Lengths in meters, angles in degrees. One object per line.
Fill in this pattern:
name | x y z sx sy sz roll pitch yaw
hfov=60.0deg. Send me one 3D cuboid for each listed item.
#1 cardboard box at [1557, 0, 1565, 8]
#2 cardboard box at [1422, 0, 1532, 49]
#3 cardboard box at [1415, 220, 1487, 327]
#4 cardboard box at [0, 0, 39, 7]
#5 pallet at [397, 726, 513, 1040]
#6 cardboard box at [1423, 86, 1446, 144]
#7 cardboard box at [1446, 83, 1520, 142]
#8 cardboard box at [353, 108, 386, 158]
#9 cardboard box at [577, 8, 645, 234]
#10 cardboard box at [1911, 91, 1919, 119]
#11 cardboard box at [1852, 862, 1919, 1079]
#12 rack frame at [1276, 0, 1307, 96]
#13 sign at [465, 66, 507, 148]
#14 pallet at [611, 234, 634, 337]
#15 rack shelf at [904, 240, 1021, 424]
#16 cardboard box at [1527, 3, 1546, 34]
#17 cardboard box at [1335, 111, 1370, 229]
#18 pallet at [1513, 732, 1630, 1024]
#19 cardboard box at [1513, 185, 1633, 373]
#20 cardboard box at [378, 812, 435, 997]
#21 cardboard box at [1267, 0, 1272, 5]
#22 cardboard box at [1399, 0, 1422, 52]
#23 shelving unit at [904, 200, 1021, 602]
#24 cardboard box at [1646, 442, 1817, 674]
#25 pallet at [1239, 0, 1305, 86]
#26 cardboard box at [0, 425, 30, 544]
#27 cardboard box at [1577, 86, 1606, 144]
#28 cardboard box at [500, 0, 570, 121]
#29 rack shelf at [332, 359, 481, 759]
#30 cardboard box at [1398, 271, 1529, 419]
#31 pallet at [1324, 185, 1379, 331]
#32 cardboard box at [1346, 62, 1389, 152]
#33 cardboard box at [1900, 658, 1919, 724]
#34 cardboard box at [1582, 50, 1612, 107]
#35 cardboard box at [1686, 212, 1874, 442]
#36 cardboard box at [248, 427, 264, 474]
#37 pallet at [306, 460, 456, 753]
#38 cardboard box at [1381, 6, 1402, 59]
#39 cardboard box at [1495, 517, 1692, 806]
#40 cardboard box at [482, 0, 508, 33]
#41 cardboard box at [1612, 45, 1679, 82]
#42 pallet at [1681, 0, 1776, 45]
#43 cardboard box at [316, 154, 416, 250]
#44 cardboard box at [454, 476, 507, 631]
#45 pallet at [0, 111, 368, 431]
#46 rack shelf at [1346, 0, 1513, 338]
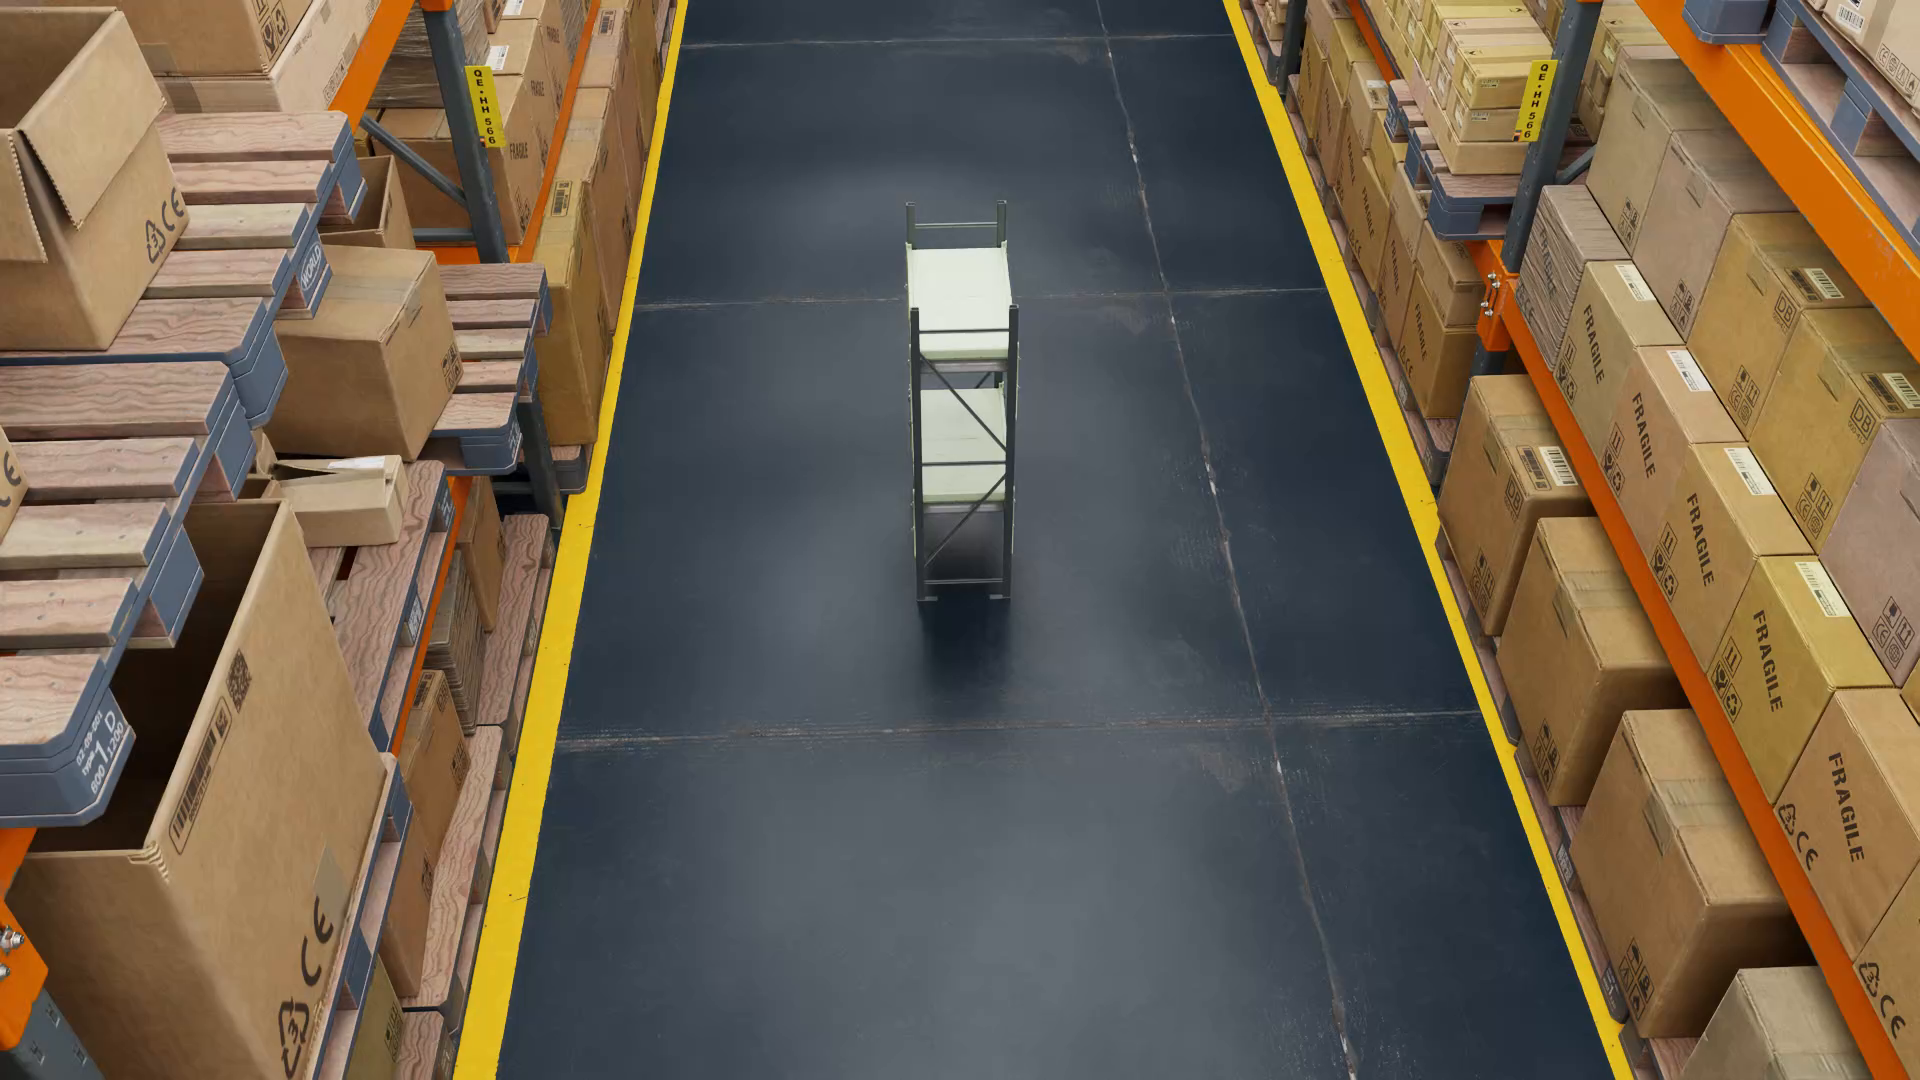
cardboard box | 2.815 -2.371 7.202 0.380 0.149 0.250 -3 43 -4
cardboard box | 2.173 -2.192 7.006 0.380 0.149 0.250 0 43 0
cardboard box | 2.381 -1.210 7.484 0.500 0.250 0.500 -3 43 -3
cardboard box | -2.479 -1.493 4.144 0.500 0.500 0.500 -3 43 -3
pallet | -2.208 1.205 5.929 1.003 0.211 1.213 -2 43 -2
cardboard box | 2.183 -1.796 7.014 0.380 0.149 0.250 -2 43 -2
cardboard box | 2.196 -1.739 6.732 0.380 0.149 0.250 -1 43 -1
cardboard box | -2.557 -1.535 6.781 0.500 0.500 0.500 0 43 0
cardboard box | -2.372 -2.210 8.852 1.225 0.875 0.875 -3 43 -3
cardboard box | 2.547 -0.988 3.719 0.500 0.311 0.500 -3 43 -3
cardboard box | 2.552 1.072 3.936 0.500 0.500 0.500 -2 43 -2
rack frame | 2.502 -3.947 9.486 1.000 3.000 0.127 -2 43 -2
sign | -1.746 -1.592 6.118 0.100 0.325 0.005 -2 43 -2
pallet | -2.295 -1.500 8.880 1.003 0.211 1.213 -2 43 -2
rack shelf | 0.000 -0.836 6.624 0.431 0.370 0.720 -2 43 -2
cardboard box | 2.804 -2.342 7.609 0.380 0.149 0.250 0 43 0
cardboard box | 2.328 -1.963 8.861 0.500 0.500 0.500 -1 43 -1
pallet | 2.679 1.138 6.002 1.003 0.211 1.213 -2 43 -2
cardboard box | 2.421 -0.972 6.167 0.500 0.500 0.500 -1 43 -1
cardboard box | -2.148 1.172 5.426 0.700 0.500 0.500 -5 43 -5
cardboard box | 2.147 -3.546 10.627 0.380 0.149 0.250 -4 43 -4
cardboard box | 2.159 -2.265 7.306 0.380 0.149 0.250 -2 43 -2
shelving unit | 0.000 -0.548 6.888 0.431 1.500 0.755 -2 43 -2
cardboard box | 2.485 0.048 5.054 0.500 0.500 0.500 -2 43 -2
pallet | 2.438 -3.371 10.921 1.003 0.211 1.213 -2 43 -2
cardboard box | -2.039 -0.091 2.672 0.797 0.503 0.637 -4 43 -4
cardboard box | 2.843 -1.798 7.016 0.380 0.149 0.250 0 43 0
cardboard box | -2.086 -2.239 7.548 0.500 0.500 0.500 -2 43 -3
rack shelf | -2.203 0.443 5.229 1.077 0.370 4.000 -2 43 -2
cardboard box | 2.382 -0.917 7.719 0.500 0.500 0.500 -2 43 -2
pallet | 2.591 -1.568 8.954 1.003 0.211 1.213 -2 43 -2
cardboard box | 2.312 -2.246 8.615 0.500 0.250 0.500 0 43 0
cardboard box | 2.791 0.366 3.966 0.700 0.500 0.500 -2 43 -2
cardboard box | 2.838 -1.933 6.944 0.380 0.149 0.250 0 43 0
cardboard box | 2.728 -0.661 5.087 0.700 0.500 0.500 -2 43 -2
cardboard box | -2.447 -0.134 5.126 0.500 0.250 0.500 -3 43 -3
pallet | -2.163 0.234 5.067 1.003 0.211 1.213 -2 43 -2
cardboard box | 2.151 -2.320 7.586 0.380 0.149 0.250 -3 43 -4
cardboard box | 2.648 0.432 6.063 1.050 0.750 0.750 -1 43 -1
cardboard box | -2.328 -2.513 7.105 0.797 0.503 0.637 -1 43 -1
cardboard box | 2.845 -1.848 6.631 0.380 0.149 0.250 -2 43 -2
pallet | 2.752 -1.849 5.117 1.213 0.211 1.003 0 43 0
cardboard box | -2.225 -1.001 5.887 0.500 0.500 0.500 -6 43 -7
cardboard box | -2.240 0.039 6.662 0.700 0.500 0.500 -4 43 -4
pallet | -2.085 -0.628 3.784 1.213 0.211 1.003 -2 43 -2
rack shelf | 2.587 -2.331 8.256 1.077 0.370 4.000 -2 43 -2
